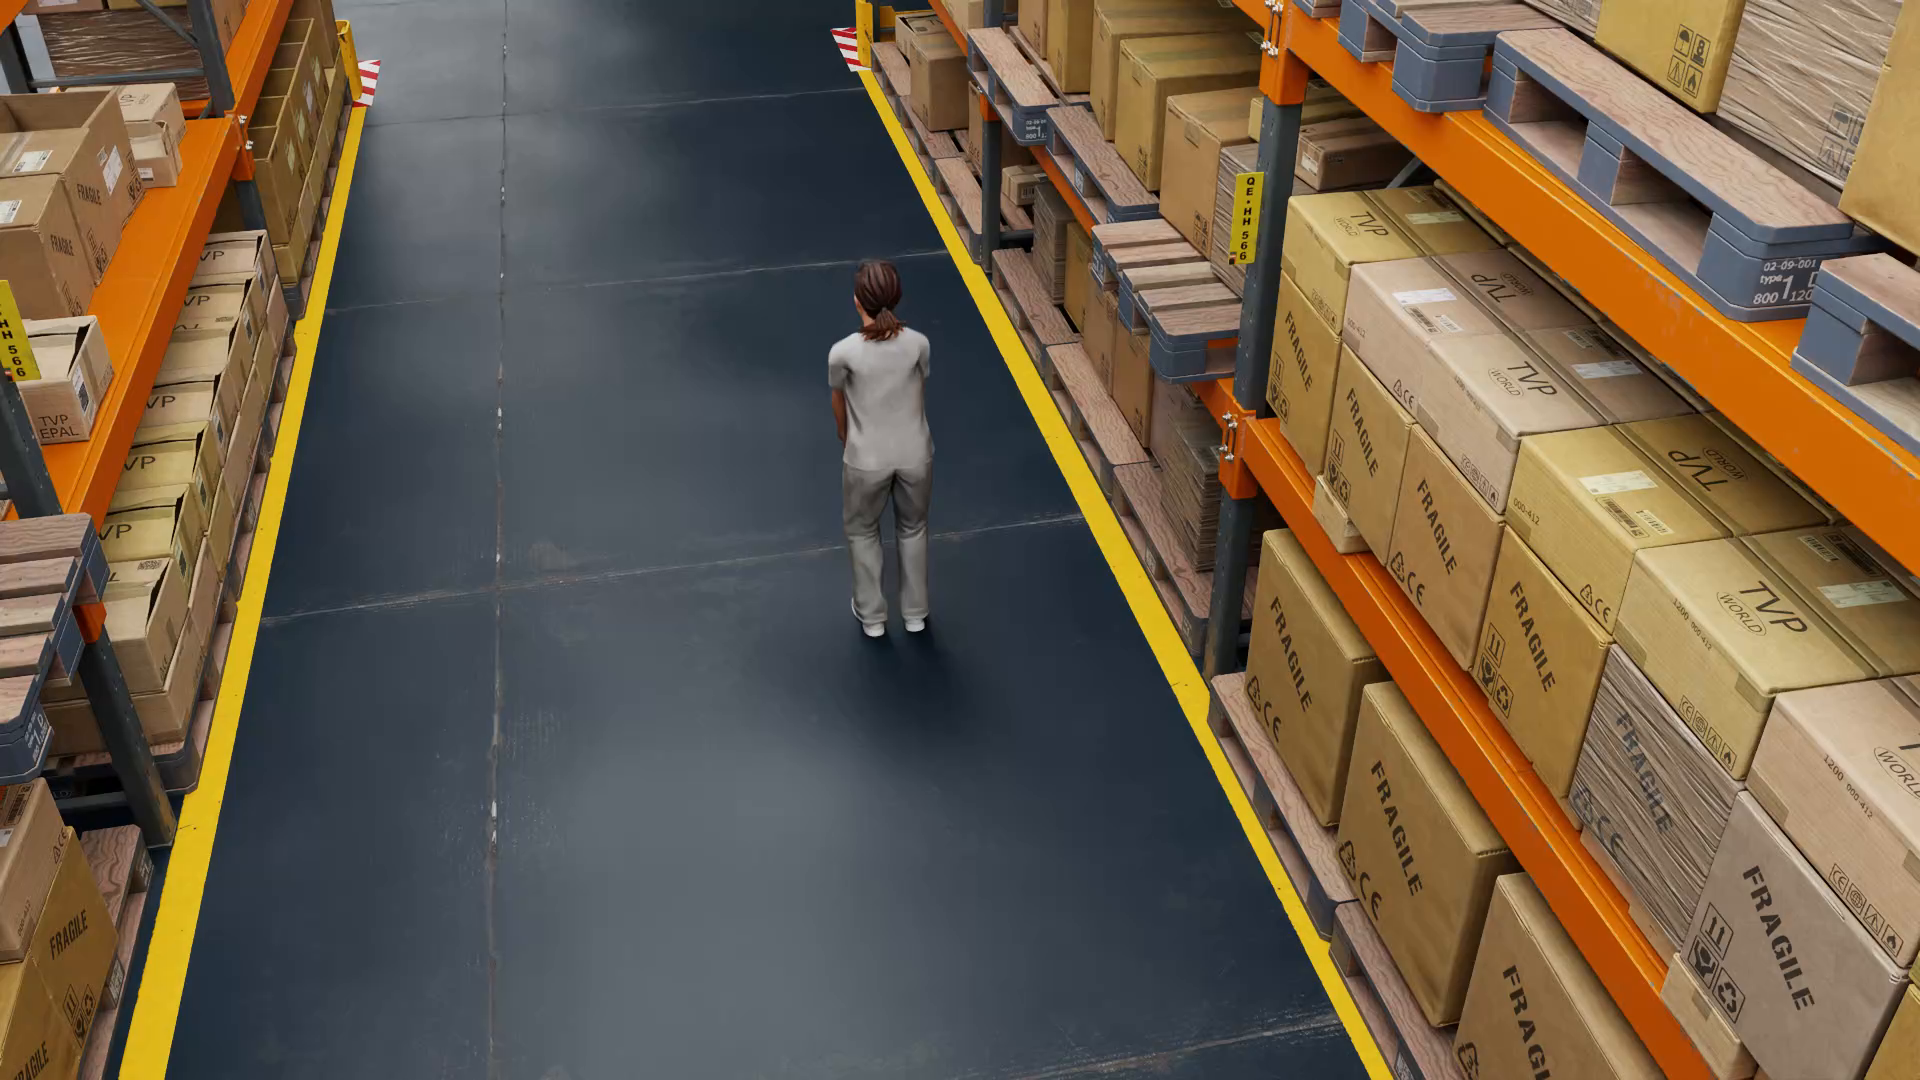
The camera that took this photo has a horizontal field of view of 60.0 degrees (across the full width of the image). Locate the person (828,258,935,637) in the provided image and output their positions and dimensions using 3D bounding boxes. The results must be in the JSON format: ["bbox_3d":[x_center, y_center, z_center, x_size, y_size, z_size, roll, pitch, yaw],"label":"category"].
[{"bbox_3d":[-0.318,-0.365,6.691,0.411,1.664,0.512,-8,35,-12],"label":"person"}]
